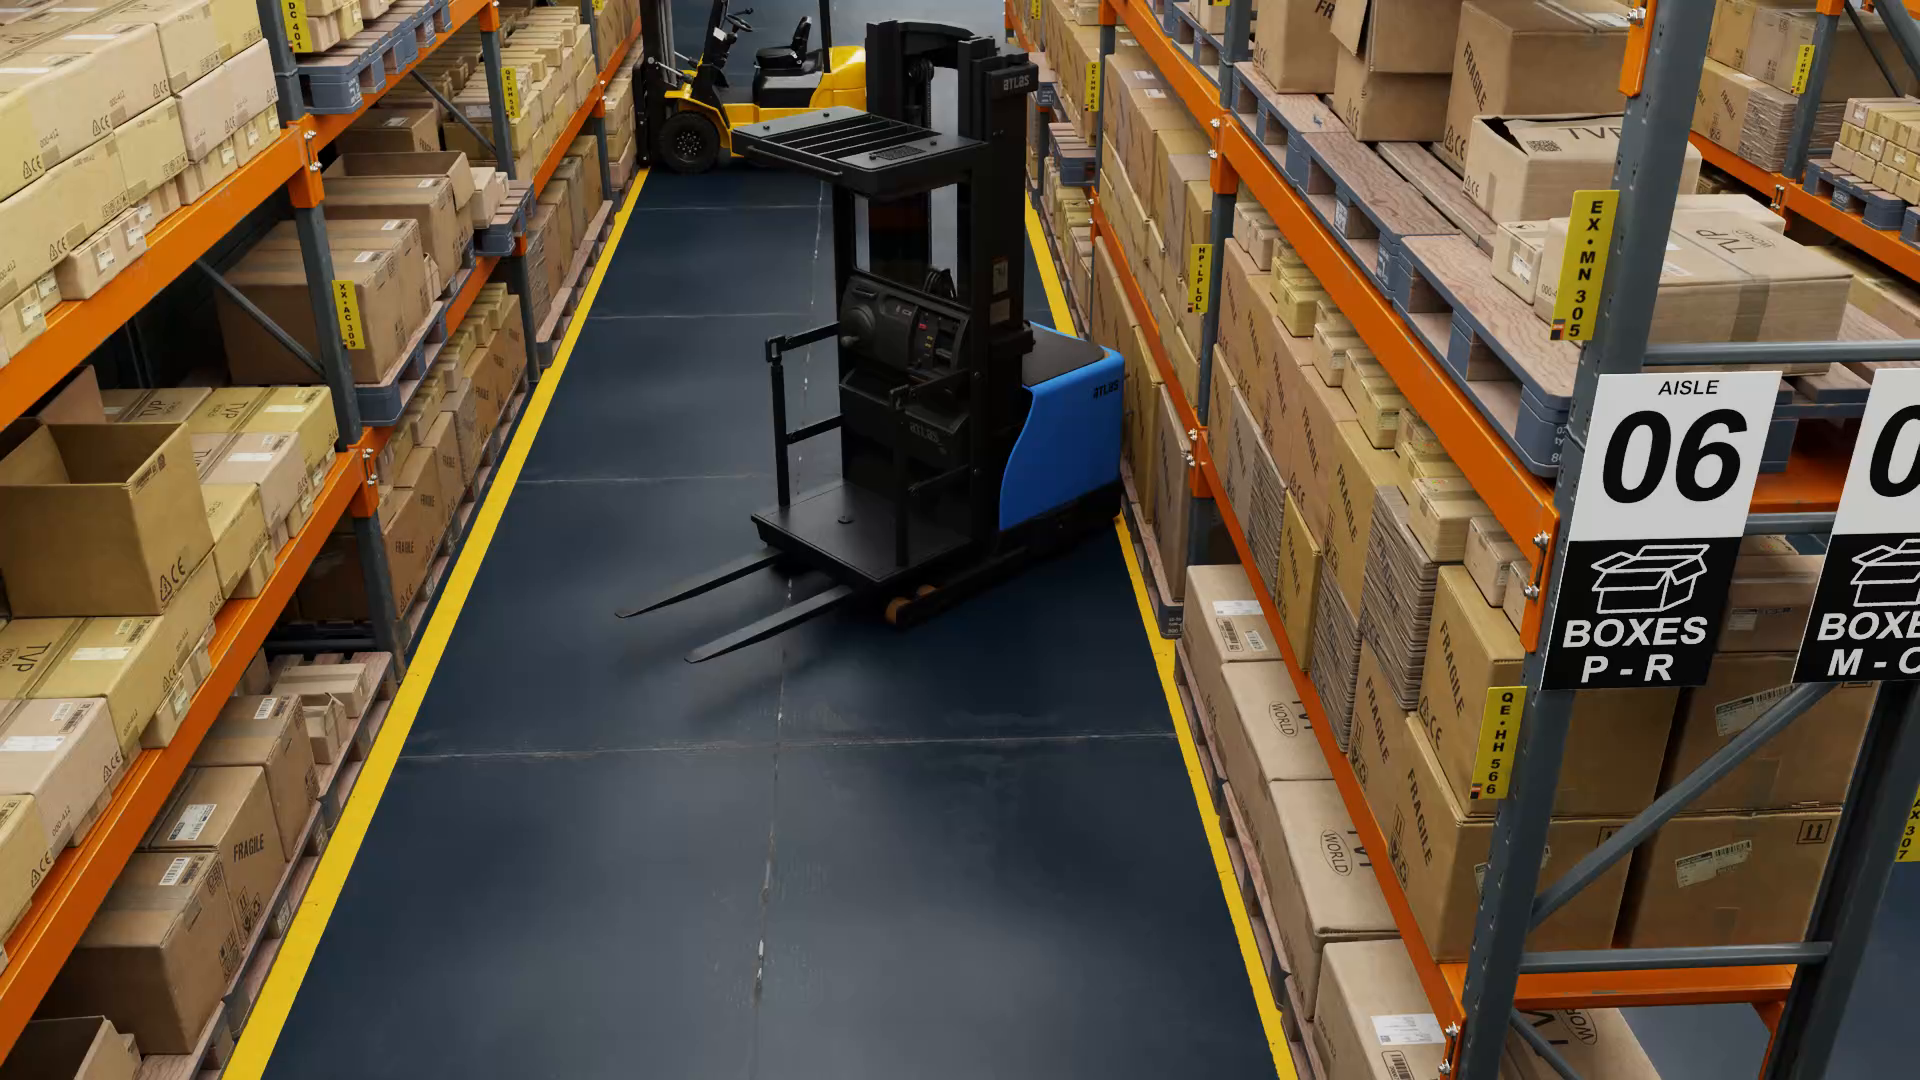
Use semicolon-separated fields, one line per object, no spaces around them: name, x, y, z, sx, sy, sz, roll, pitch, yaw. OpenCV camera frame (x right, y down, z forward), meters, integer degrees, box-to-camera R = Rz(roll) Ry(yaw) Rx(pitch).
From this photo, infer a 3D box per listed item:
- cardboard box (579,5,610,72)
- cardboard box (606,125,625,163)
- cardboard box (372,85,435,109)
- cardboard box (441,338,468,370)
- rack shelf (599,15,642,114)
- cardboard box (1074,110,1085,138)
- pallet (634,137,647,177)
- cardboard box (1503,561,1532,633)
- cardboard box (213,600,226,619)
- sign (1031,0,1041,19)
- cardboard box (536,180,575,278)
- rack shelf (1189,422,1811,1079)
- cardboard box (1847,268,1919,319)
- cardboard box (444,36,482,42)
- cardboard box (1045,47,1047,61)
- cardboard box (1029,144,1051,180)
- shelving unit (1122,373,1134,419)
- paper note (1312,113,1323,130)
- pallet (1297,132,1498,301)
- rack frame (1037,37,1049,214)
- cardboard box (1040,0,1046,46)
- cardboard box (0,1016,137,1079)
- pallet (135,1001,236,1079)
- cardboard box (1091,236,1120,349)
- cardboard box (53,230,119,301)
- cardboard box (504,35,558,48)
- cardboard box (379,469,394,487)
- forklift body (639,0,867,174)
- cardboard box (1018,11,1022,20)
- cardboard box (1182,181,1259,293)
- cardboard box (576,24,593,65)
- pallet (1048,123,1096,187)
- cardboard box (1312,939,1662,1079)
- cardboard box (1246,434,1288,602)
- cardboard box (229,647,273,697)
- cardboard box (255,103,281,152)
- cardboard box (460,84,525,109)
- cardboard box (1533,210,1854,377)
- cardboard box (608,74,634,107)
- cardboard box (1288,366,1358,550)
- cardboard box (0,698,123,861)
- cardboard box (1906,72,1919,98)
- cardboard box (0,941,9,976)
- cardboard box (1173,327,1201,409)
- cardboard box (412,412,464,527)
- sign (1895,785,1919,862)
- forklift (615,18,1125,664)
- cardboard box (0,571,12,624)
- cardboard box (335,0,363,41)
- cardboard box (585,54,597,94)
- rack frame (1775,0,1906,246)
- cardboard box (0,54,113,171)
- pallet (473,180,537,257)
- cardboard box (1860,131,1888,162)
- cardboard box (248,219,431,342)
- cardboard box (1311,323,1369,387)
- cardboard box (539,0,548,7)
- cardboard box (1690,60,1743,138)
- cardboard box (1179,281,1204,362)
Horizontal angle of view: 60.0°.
cardboard box;-3.491;-4.568;15.156;0.500;0.500;0.500;-2;28;-4
cardboard box;-3.446;-3.732;15.640;0.500;0.250;0.500;-2;28;-3
cardboard box;-3.864;-3.060;11.565;0.380;0.149;0.250;-1;28;-1
cardboard box;-3.244;-1.122;10.206;0.380;0.149;0.250;-2;28;-3
rack shelf;-3.833;-4.917;16.712;1.077;0.370;4.000;-1;28;-3
cardboard box;1.041;-3.044;12.161;0.380;0.149;0.250;-2;28;-3
pallet;-3.795;-4.009;17.208;1.003;0.211;1.213;-1;28;-3
cardboard box;1.636;0.172;4.286;0.380;0.149;0.250;-1;28;-2
cardboard box;-3.039;0.235;6.328;0.380;0.149;0.250;-1;28;-2
sign;0.686;-4.801;14.775;0.100;0.325;0.005;-1;28;-3
cardboard box;-3.616;-2.499;13.412;0.875;0.625;0.625;-2;28;-5
rack shelf;1.750;0.503;6.319;1.077;0.370;4.000;-1;28;-3
cardboard box;6.196;-1.605;11.021;0.500;0.250;0.500;-2;28;-3
cardboard box;-3.911;-3.887;13.149;0.380;0.149;0.250;-2;28;-3
cardboard box;0.941;-4.246;14.464;0.380;0.149;0.250;-1;28;-2
cardboard box;0.929;-3.667;16.057;0.500;0.250;0.500;0;28;0
shelving unit;0.837;-0.837;10.440;0.189;0.258;1.200;-6;-2;-9
paper note;1.164;-1.366;5.423;0.006;0.032;0.123;-1;28;-3
pallet;1.739;-1.090;5.448;1.003;0.211;1.213;-1;28;-3
rack frame;1.228;-4.434;15.007;1.000;3.000;0.127;-1;28;-3
cardboard box;0.966;-4.573;14.390;0.500;0.500;0.500;-1;28;-1
cardboard box;-3.040;1.865;5.175;0.797;0.503;0.637;-2;28;-5
pallet;-3.149;2.063;5.567;1.003;0.211;1.213;-1;28;-3
cardboard box;1.390;-1.510;11.244;0.875;0.875;0.875;-2;28;-3
cardboard box;-2.870;-0.852;5.168;0.380;0.149;0.250;-1;28;-3
cardboard box;-3.393;-3.902;13.179;0.380;0.149;0.250;-1;28;-2
cardboard box;-3.156;-0.281;8.593;0.380;0.149;0.250;-2;28;-4
forklift body;-2.017;-4.951;16.918;2.313;2.155;1.214;-1;28;-3
cardboard box;0.805;-5.530;17.381;0.380;0.149;0.250;-1;28;-1
cardboard box;1.372;-1.427;8.053;0.500;0.500;0.500;-1;28;-1
cardboard box;-3.448;-4.247;14.270;0.500;0.250;0.500;-2;28;-4
pallet;1.293;-2.828;12.136;1.213;0.211;1.003;-1;28;-3
cardboard box;1.720;1.755;5.457;0.875;0.438;0.875;-2;28;-4
cardboard box;1.450;-0.098;6.587;0.500;0.500;0.500;-1;28;-2
cardboard box;-3.513;0.699;7.620;0.500;0.311;0.500;0;28;-1
cardboard box;-2.997;-1.677;6.751;0.380;0.149;0.250;-2;28;-3
cardboard box;-3.258;-3.074;11.592;0.380;0.149;0.250;-1;28;-2
cardboard box;1.741;-0.592;3.997;0.500;0.250;0.500;-4;28;-7
cardboard box;-3.495;-4.419;16.418;0.500;0.250;0.500;0;28;-1
cardboard box;1.488;-0.298;5.888;0.500;0.500;0.500;-2;28;-3
cardboard box;-2.883;0.715;4.975;0.500;0.250;0.500;-1;28;-2
cardboard box;10.931;-5.309;18.935;0.500;0.500;0.500;4;28;7
cardboard box;-2.845;1.182;4.511;0.380;0.149;0.250;-2;28;-3
cardboard box;1.370;-0.874;8.344;0.500;0.250;0.500;-2;28;-4
cardboard box;-3.171;-0.401;9.524;0.500;0.500;0.500;-2;28;-4
sign;2.409;0.678;4.184;0.100;0.325;0.005;-1;28;-3
forklift;-0.454;-1.098;8.685;3.031;2.935;1.130;-24;36;-38
cardboard box;-3.465;0.250;5.868;0.500;0.250;0.500;-1;28;-3
cardboard box;-2.908;-2.335;7.449;0.380;0.149;0.250;-1;28;-2
cardboard box;-3.441;-4.019;14.375;0.500;0.250;0.500;-1;28;-1
rack frame;6.375;-2.753;11.784;1.000;3.000;0.127;-1;28;-3
cardboard box;-2.959;-1.301;5.056;0.500;0.250;0.500;-1;28;-1
pallet;-3.414;-2.069;10.680;1.213;0.211;1.003;-1;28;-3
cardboard box;6.216;-2.606;10.999;0.380;0.149;0.250;0;28;0
cardboard box;-3.140;-1.316;8.468;0.700;0.500;0.500;-1;28;-2
cardboard box;1.464;-0.659;5.879;0.380;0.149;0.250;-1;28;-2
cardboard box;-4.045;-4.788;15.578;0.500;0.500;0.500;-1;28;-2
cardboard box;6.032;-3.460;13.032;0.500;0.500;0.500;-2;28;-4
cardboard box;1.380;-1.092;8.222;0.500;0.250;0.500;-1;28;-3
